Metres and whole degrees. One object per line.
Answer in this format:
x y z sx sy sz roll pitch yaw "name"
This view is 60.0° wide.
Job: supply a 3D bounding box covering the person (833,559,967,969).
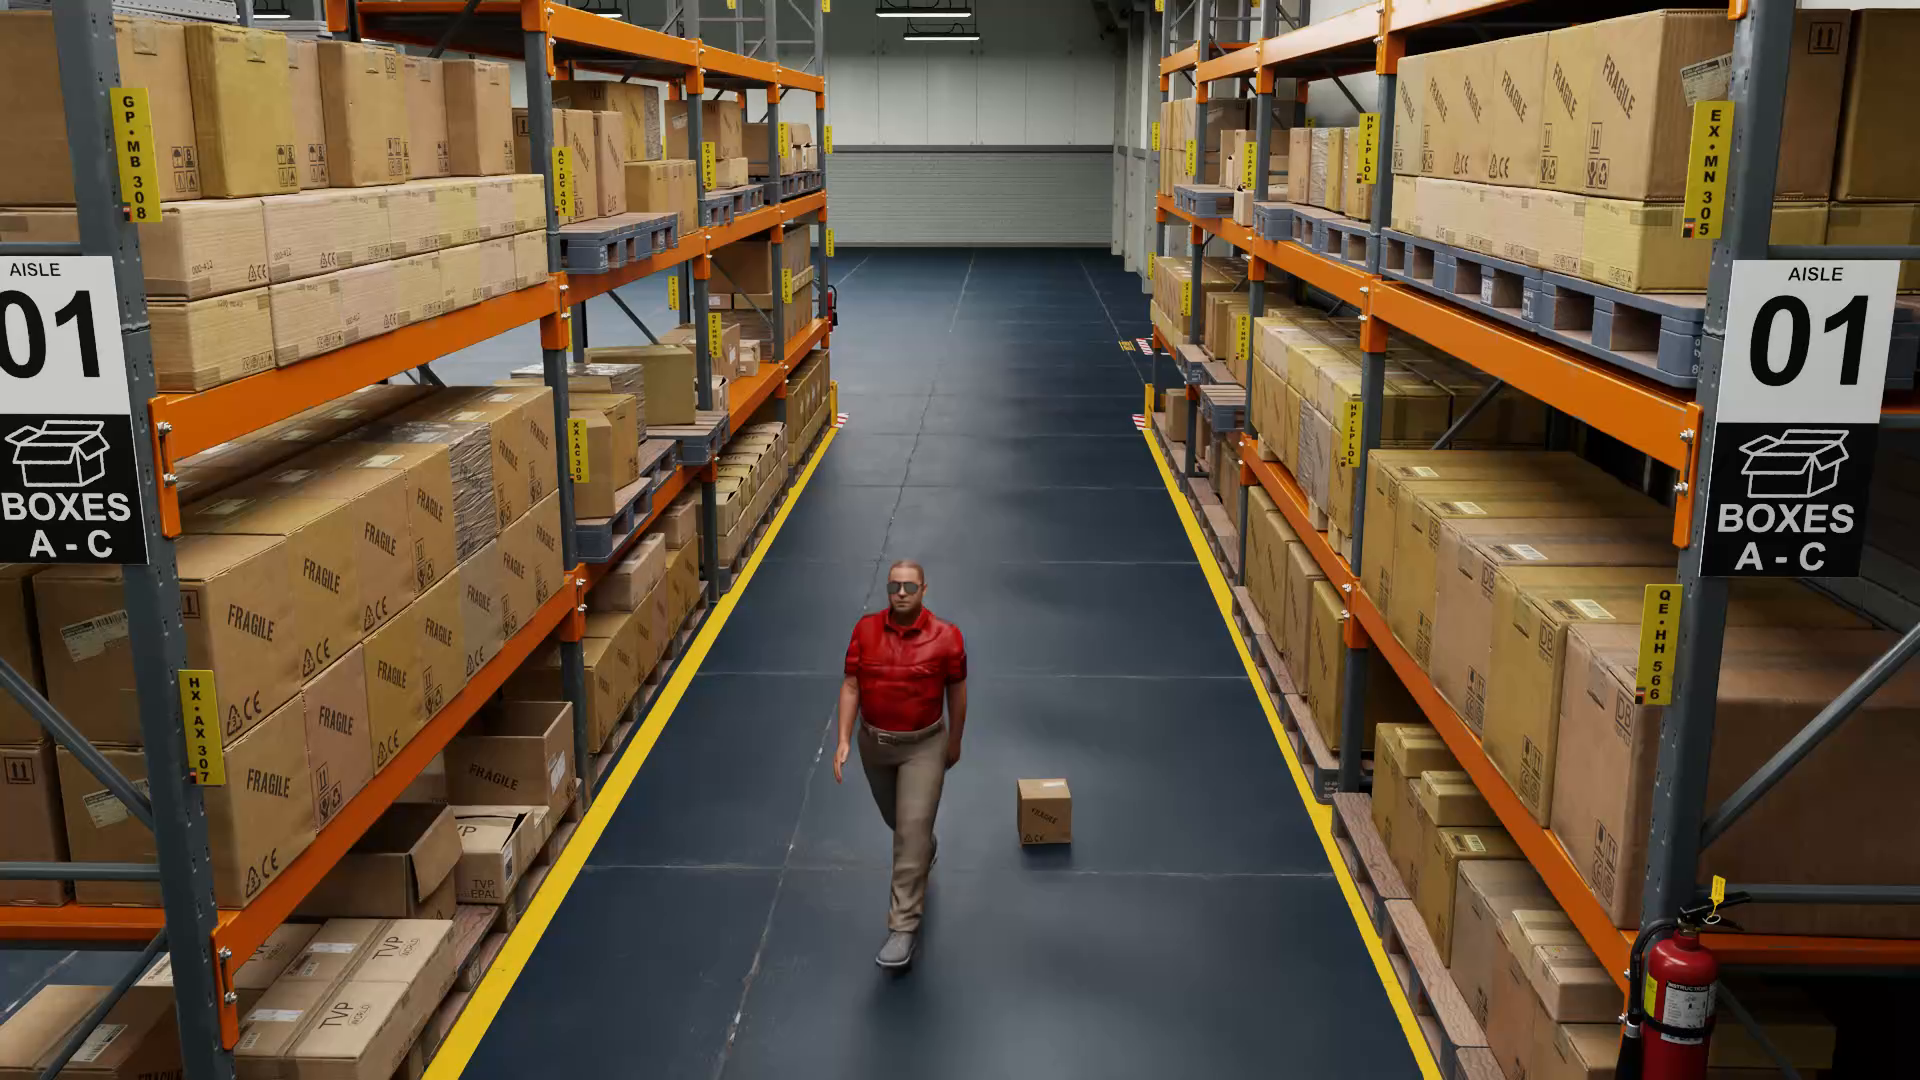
-0.269 0.909 7.348 0.529 1.668 1.060 5 15 19 "person"
